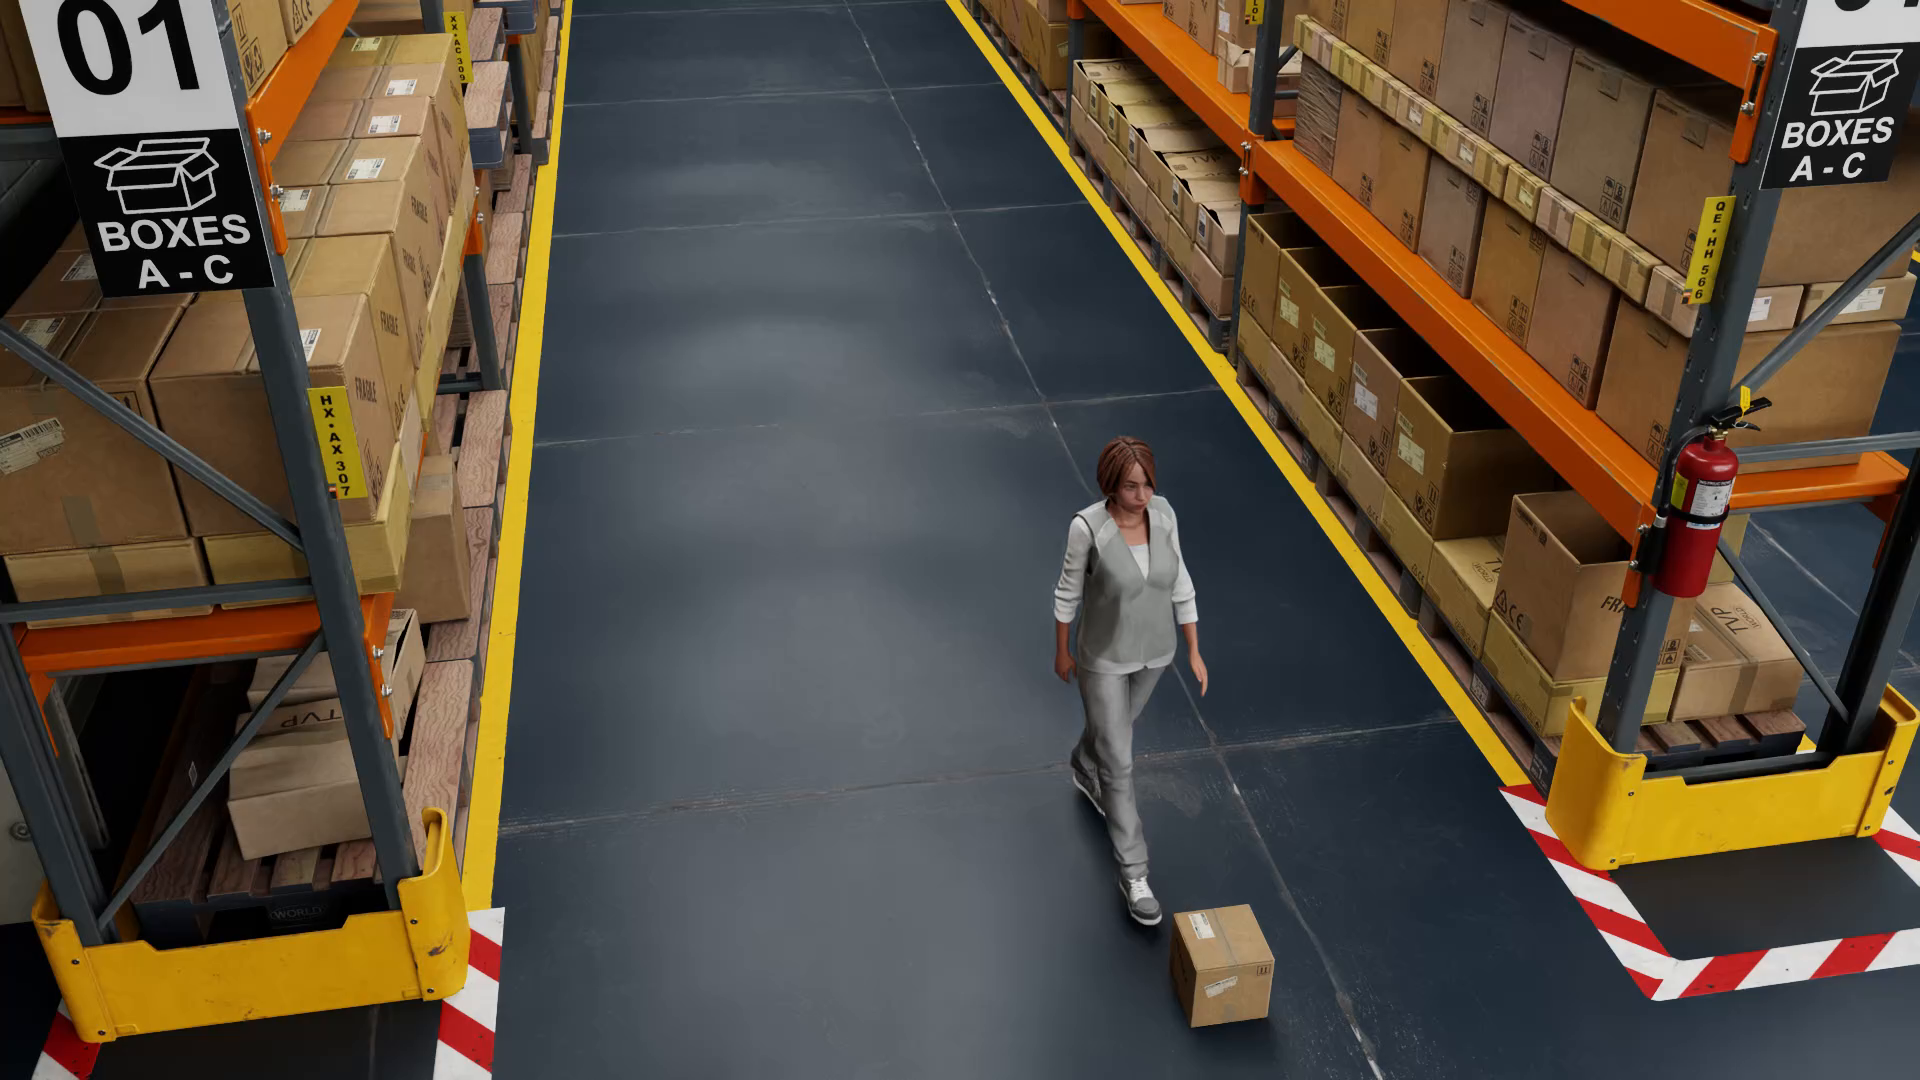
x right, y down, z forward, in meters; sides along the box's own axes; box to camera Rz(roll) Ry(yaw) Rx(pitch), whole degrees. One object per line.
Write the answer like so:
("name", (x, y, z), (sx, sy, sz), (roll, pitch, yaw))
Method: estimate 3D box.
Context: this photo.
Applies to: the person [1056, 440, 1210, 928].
("person", (0.589, 0.416, 5.429), (0.428, 1.558, 0.839), (-15, 34, -24))
